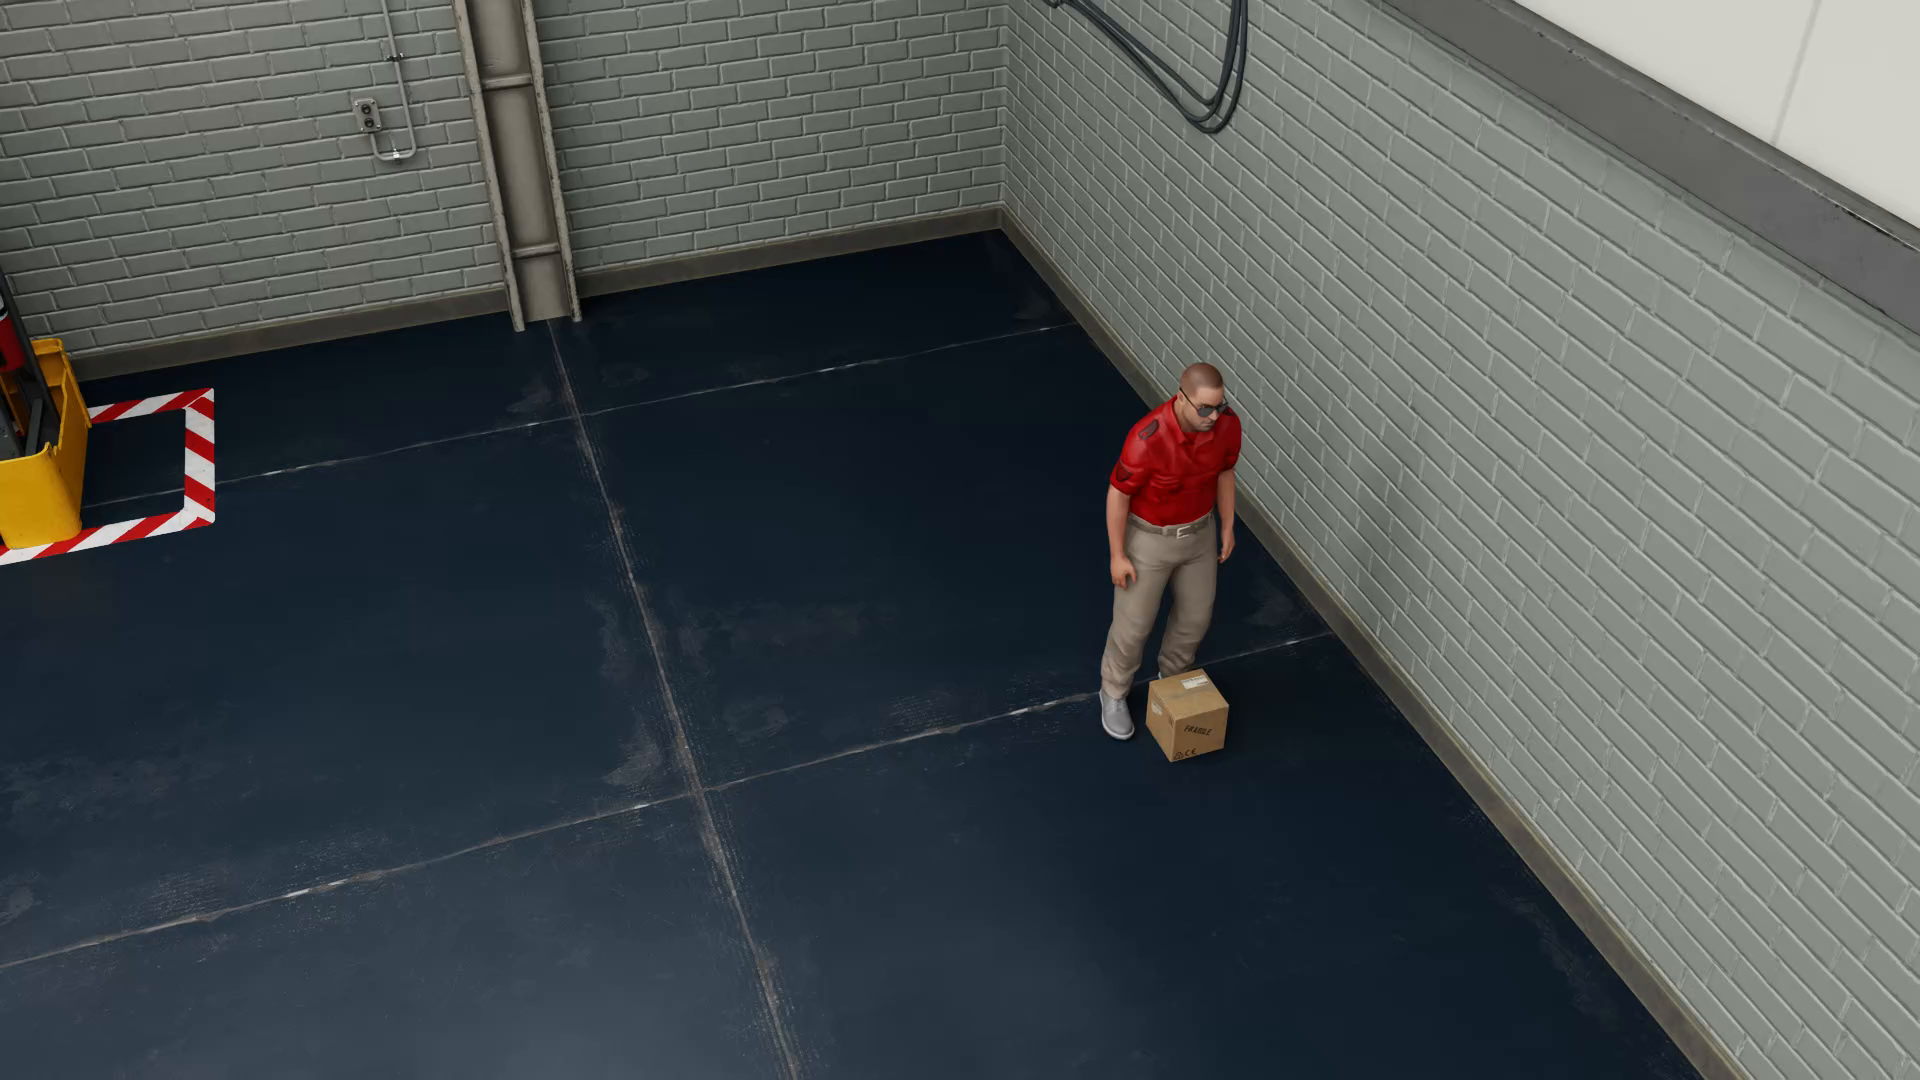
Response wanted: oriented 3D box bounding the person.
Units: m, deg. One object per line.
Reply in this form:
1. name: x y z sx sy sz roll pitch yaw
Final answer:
1. person: 0.860 0.012 6.781 0.604 1.726 0.396 -15 40 -19
